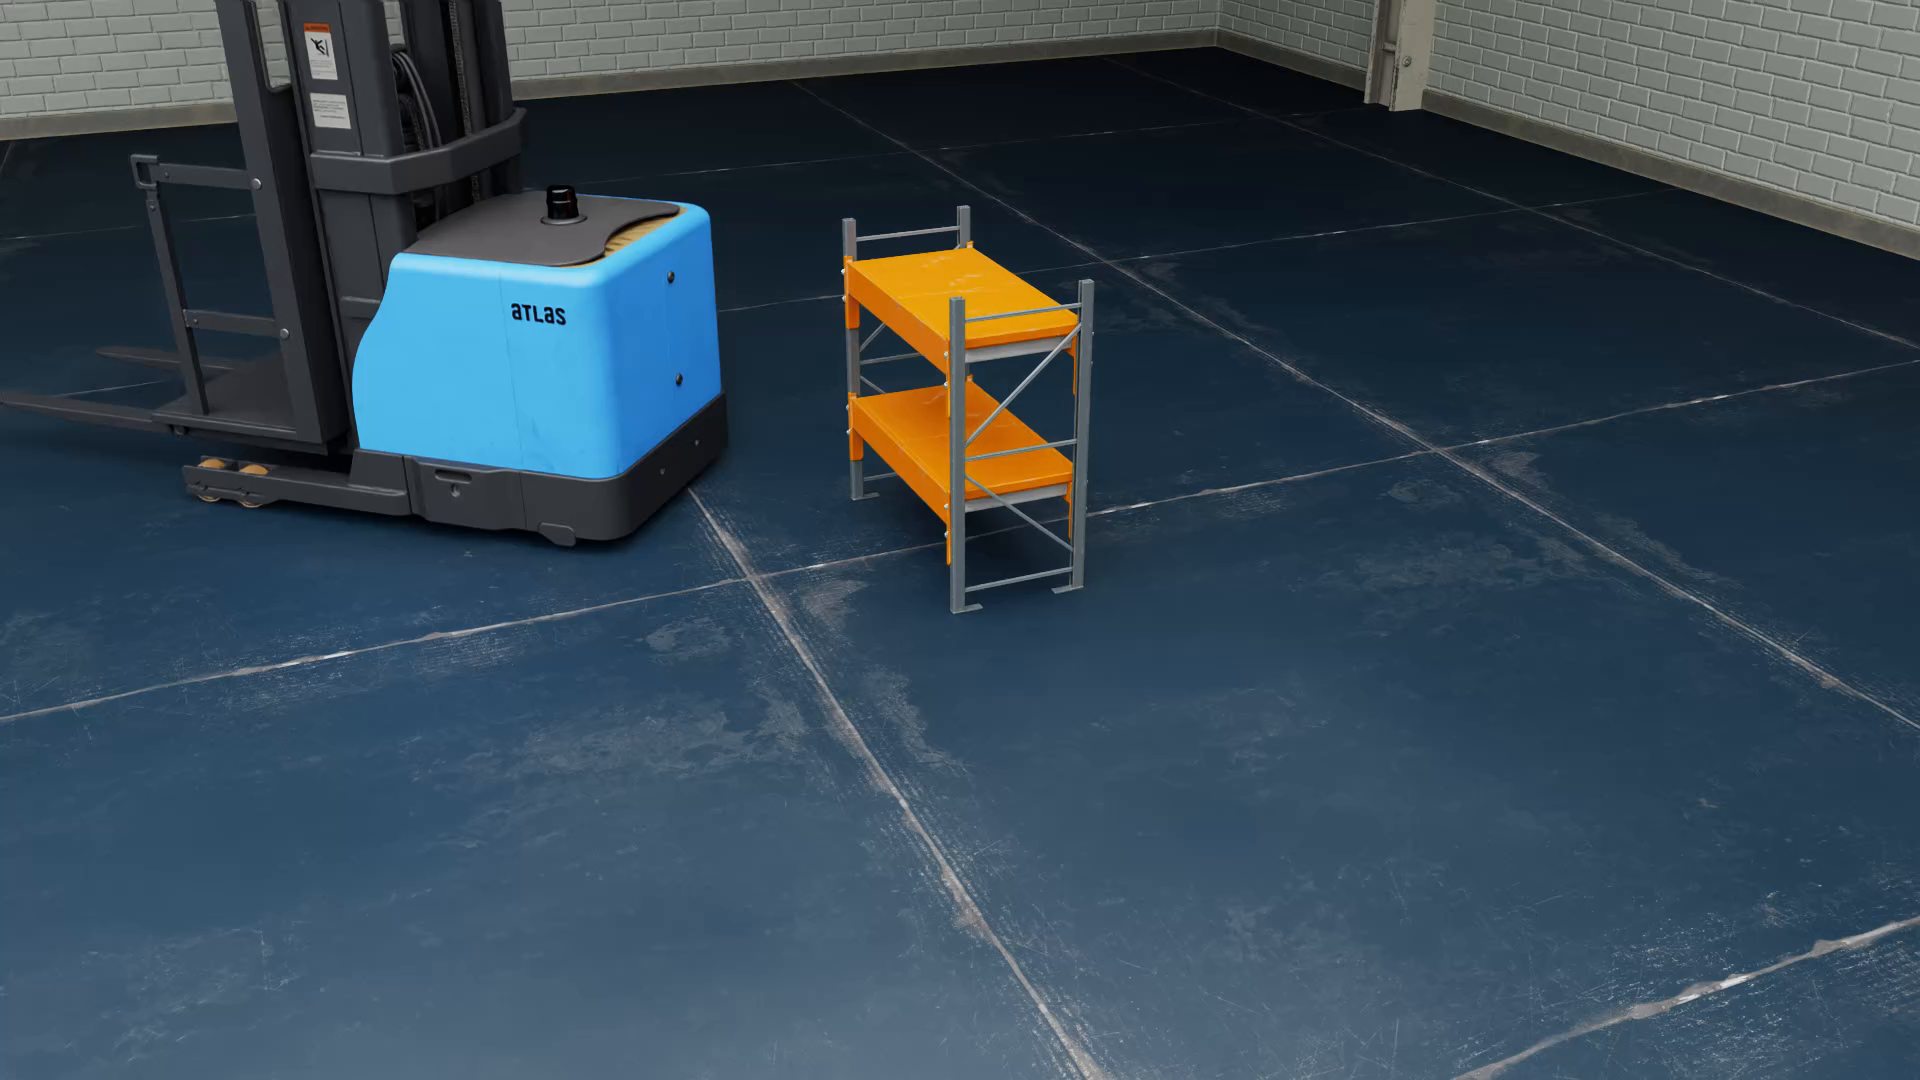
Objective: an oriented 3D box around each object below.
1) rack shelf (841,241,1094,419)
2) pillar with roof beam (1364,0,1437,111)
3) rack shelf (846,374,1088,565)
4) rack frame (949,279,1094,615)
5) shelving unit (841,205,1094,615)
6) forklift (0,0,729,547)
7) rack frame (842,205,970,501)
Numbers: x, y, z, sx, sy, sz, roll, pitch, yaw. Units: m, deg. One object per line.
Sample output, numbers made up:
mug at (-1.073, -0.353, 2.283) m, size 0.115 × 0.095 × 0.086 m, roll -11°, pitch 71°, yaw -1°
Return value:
rack shelf at (0.003, -0.766, 5.869) m, size 0.538 × 0.278 × 1.000 m, roll -11°, pitch 28°, yaw -21°
pillar with roof beam at (-0.453, -6.823, 9.968) m, size 9.100 × 9.000 × 0.400 m, roll -11°, pitch 28°, yaw -21°
rack shelf at (0.003, -0.283, 6.105) m, size 0.538 × 0.278 × 1.000 m, roll -11°, pitch 28°, yaw -21°
rack frame at (0.202, -0.298, 5.577) m, size 0.500 × 1.125 × 0.032 m, roll -11°, pitch 28°, yaw -21°
shelving unit at (0.003, -0.503, 5.998) m, size 0.538 × 1.125 × 1.048 m, roll -11°, pitch 28°, yaw -21°
forklift at (-2.534, -1.653, 6.295) m, size 3.031 × 2.935 × 1.130 m, roll 8°, pitch 27°, yaw 15°
rack frame at (-0.196, -0.708, 6.418) m, size 0.500 × 1.125 × 0.032 m, roll -11°, pitch 28°, yaw -21°
